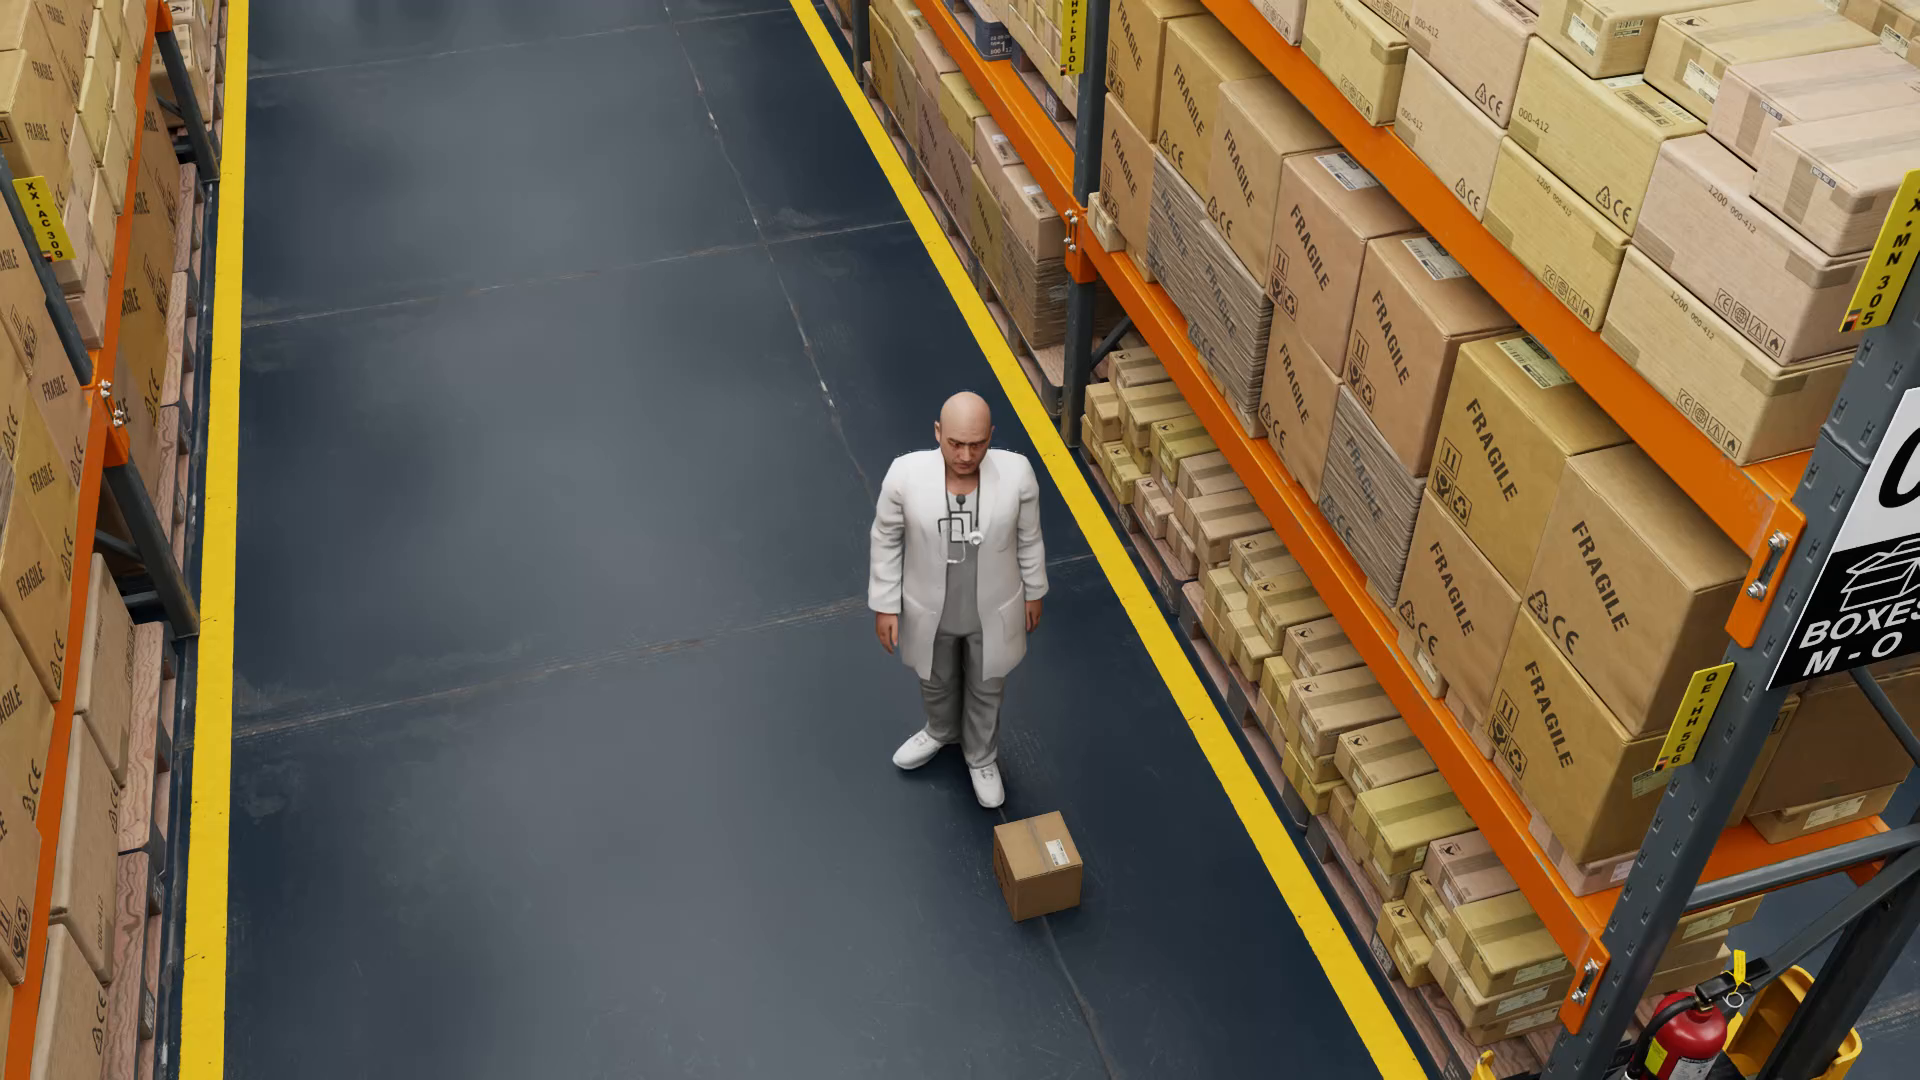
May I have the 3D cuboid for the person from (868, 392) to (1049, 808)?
[{"bbox_3d":[-0.005,0.225,5.892,0.640,1.776,0.455,0,42,0],"label":"person"}]
